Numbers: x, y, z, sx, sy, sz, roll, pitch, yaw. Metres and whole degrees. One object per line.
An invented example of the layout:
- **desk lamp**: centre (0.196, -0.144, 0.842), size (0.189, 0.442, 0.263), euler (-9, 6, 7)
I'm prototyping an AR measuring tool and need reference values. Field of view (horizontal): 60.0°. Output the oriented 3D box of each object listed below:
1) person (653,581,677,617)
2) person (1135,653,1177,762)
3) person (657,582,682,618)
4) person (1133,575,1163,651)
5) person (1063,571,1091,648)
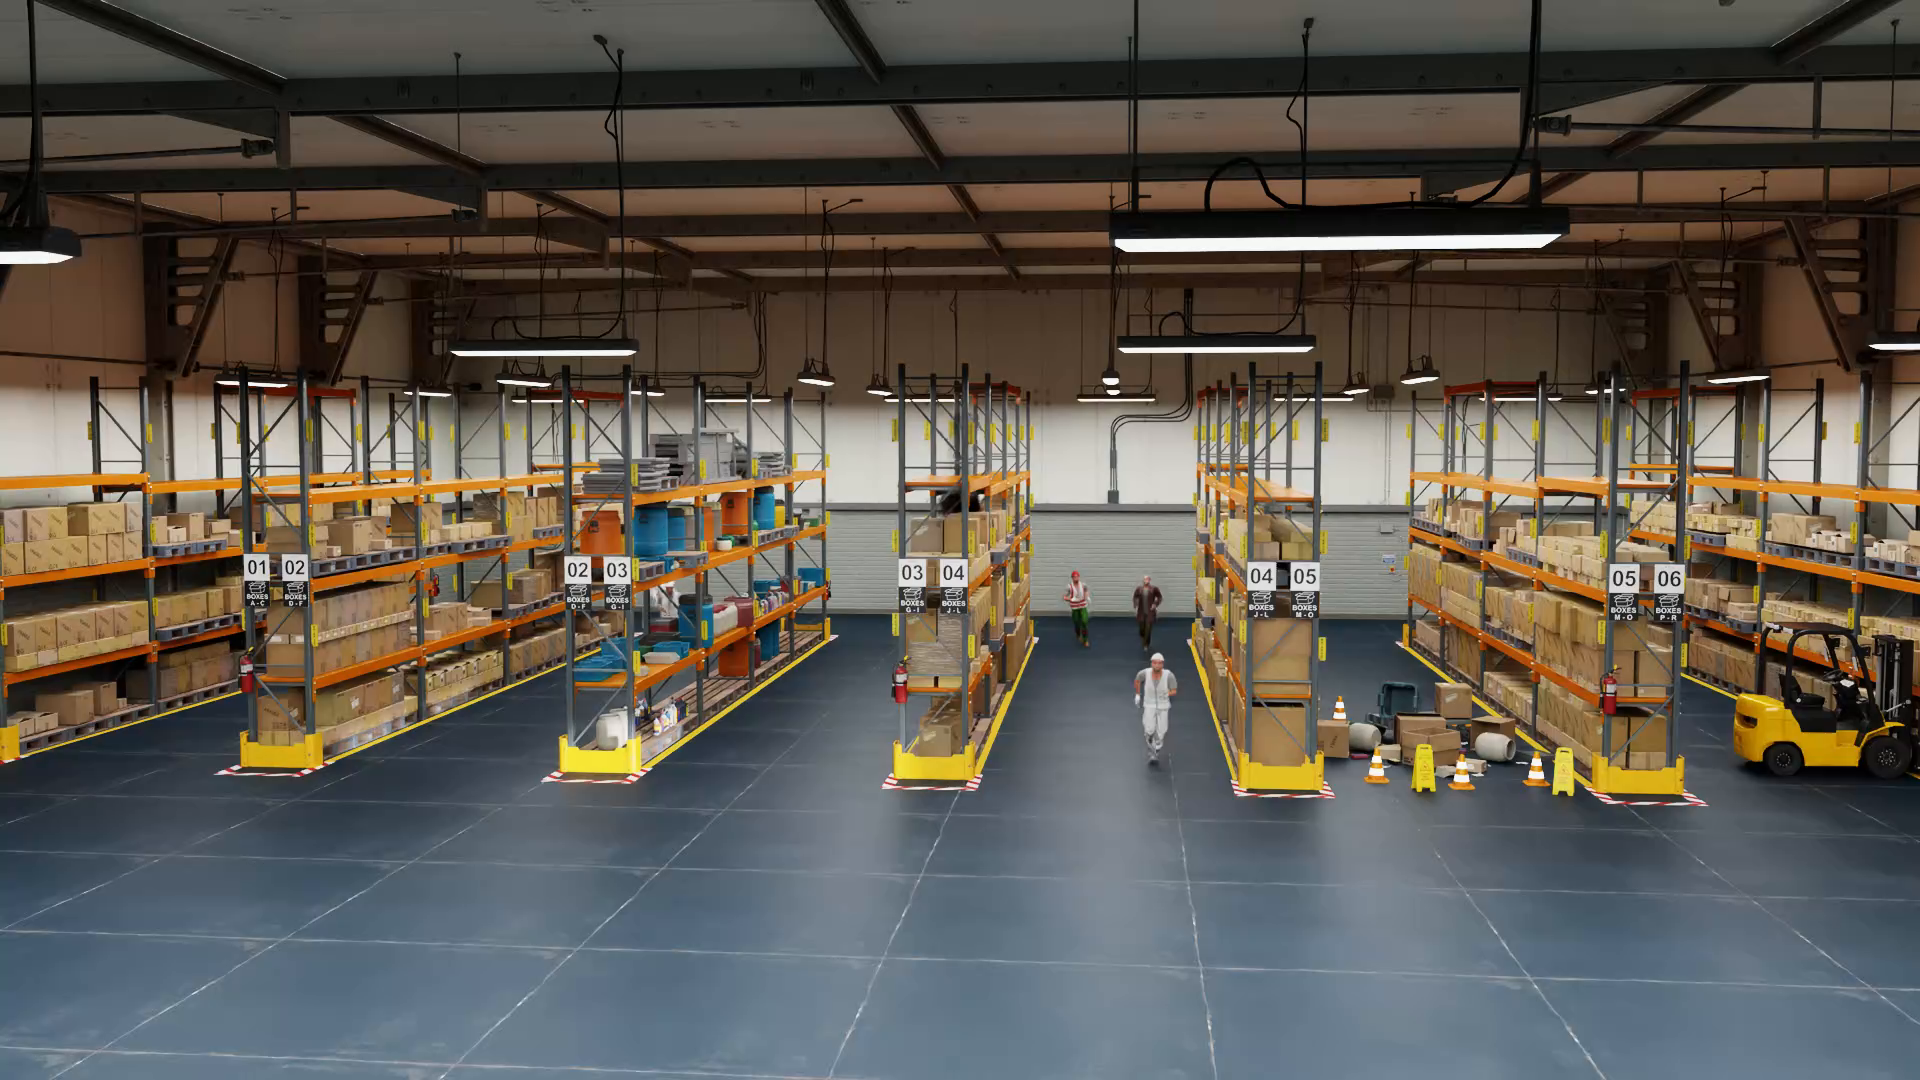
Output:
- **person**: centre (-7.205, 1.560, 40.788), size (0.640, 1.662, 0.528), euler (-2, 4, -23)
- **person**: centre (2.938, 2.520, 24.912), size (0.618, 1.686, 0.768), euler (0, 4, 3)
- **person**: centre (-6.508, 1.760, 37.501), size (0.649, 1.702, 0.723), euler (0, 4, 5)
- **person**: centre (4.325, 1.678, 38.367), size (0.705, 1.750, 0.686), euler (1, 4, 17)
- **person**: centre (2.748, 1.612, 39.158), size (0.690, 1.774, 0.946), euler (-1, 4, -8)
